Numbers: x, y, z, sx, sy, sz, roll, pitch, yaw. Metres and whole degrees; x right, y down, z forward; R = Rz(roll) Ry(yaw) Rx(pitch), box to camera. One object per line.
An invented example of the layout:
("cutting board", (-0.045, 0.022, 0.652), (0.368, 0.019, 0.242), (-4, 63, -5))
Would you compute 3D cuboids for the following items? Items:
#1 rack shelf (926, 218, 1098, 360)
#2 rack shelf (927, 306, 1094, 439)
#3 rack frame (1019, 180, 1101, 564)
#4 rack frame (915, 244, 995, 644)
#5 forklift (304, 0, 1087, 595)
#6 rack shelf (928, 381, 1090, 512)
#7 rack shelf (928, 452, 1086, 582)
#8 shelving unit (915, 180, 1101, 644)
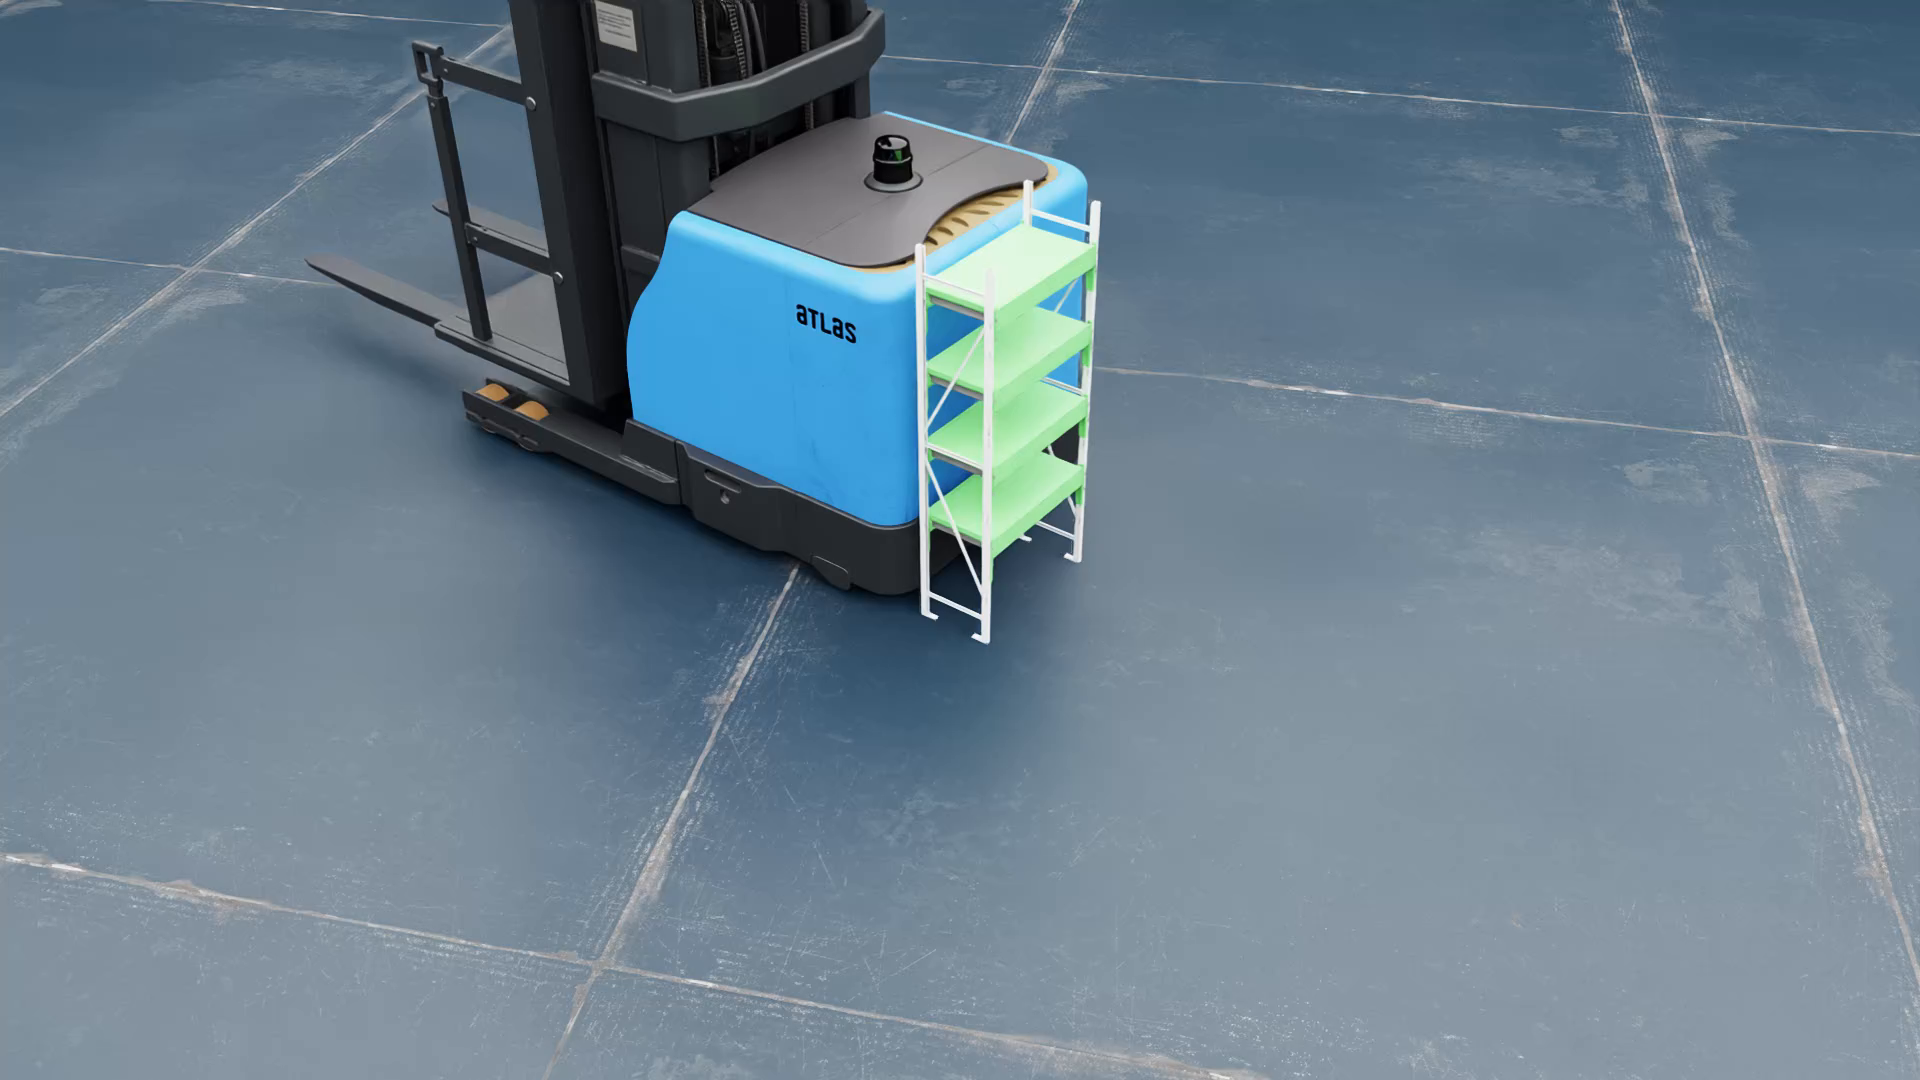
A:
("rack shelf", (0.131, -0.679, 4.456), (0.258, 0.148, 0.480), (23, 42, 29))
("rack shelf", (0.131, -0.485, 4.597), (0.258, 0.148, 0.480), (23, 42, 29))
("rack frame", (0.275, -0.458, 4.859), (0.240, 1.200, 0.015), (23, 42, 29))
("rack frame", (-0.014, -0.227, 4.541), (0.240, 1.200, 0.015), (23, 42, 29))
("forklift", (-1.092, -1.715, 5.119), (3.031, 2.935, 1.130), (23, 42, 29))
("rack shelf", (0.131, -0.291, 4.738), (0.258, 0.148, 0.480), (23, 42, 29))
("rack shelf", (0.131, -0.097, 4.879), (0.258, 0.148, 0.480), (23, 42, 29))
("shelving unit", (0.131, -0.343, 4.700), (0.258, 1.200, 0.503), (23, 42, 29))
